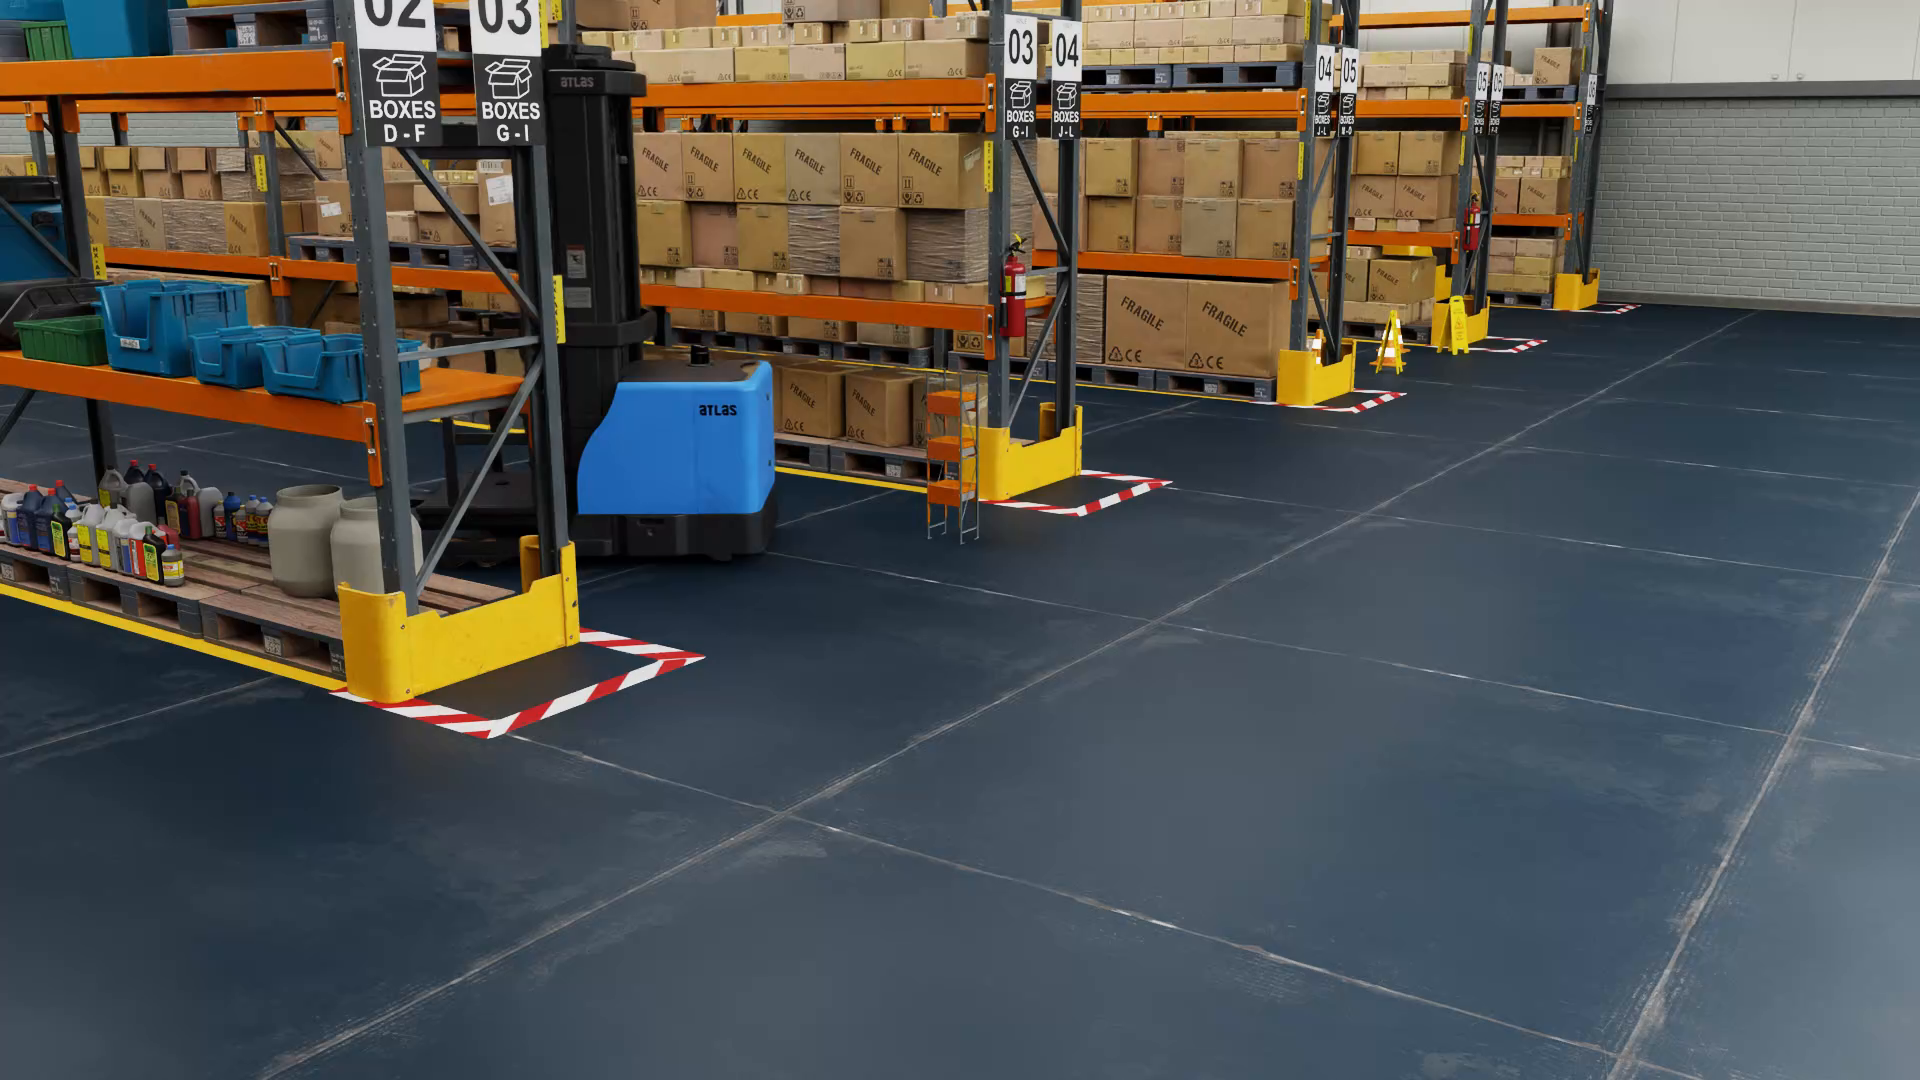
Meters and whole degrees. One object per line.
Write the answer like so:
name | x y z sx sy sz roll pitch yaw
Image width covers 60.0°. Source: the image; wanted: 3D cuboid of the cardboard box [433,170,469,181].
cardboard box | -6.519 -4.660 21.314 0.250 0.149 0.380 10 17 36

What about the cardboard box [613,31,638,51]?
cardboard box | -2.447 -3.835 12.812 0.250 0.149 0.380 8 16 30

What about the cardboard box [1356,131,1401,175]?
cardboard box | 5.085 -4.597 19.744 0.500 0.500 0.700 9 17 33

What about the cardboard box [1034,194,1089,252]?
cardboard box | 1.213 -3.221 16.781 0.550 0.550 0.875 9 17 33

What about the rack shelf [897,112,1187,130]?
rack shelf | 1.068 -5.736 22.507 4.000 0.370 1.077 9 17 33

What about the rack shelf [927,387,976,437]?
rack shelf | -0.044 -0.782 10.160 0.240 0.259 0.215 9 17 33

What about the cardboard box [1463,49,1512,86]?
cardboard box | 7.516 -6.740 23.775 0.500 0.500 0.700 9 17 33

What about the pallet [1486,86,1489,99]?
pallet | 7.225 -6.491 24.245 1.213 0.211 1.003 9 17 33

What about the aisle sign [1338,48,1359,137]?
aisle sign | 3.594 -4.136 15.380 0.004 0.787 0.394 9 17 33

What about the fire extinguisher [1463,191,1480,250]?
fire extinguisher | 5.884 -3.680 19.107 0.183 0.674 0.296 9 17 33

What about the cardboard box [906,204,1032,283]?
cardboard box | 0.075 -2.121 11.821 0.500 0.500 0.875 9 17 33

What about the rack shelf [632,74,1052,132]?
rack shelf | -1.144 -3.224 12.358 4.000 0.370 1.077 9 17 33

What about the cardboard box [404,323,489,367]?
cardboard box | -4.614 -1.689 15.192 0.500 0.500 0.700 11 18 37

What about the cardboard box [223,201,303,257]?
cardboard box | -6.670 -2.987 15.939 0.500 0.500 0.500 10 17 35

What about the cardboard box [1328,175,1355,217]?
cardboard box | 4.616 -4.171 20.104 0.500 0.500 0.500 9 17 33

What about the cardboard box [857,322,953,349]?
cardboard box | -0.517 -2.538 18.140 0.750 0.750 1.050 9 17 33

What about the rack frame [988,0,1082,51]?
rack frame | 0.516 -4.761 10.828 0.127 3.000 1.000 9 17 33

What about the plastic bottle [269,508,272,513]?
plastic bottle | -3.757 -0.095 9.204 0.133 0.283 0.061 10 17 34

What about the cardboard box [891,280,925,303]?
cardboard box | -0.279 -1.781 11.797 0.250 0.149 0.380 9 17 33

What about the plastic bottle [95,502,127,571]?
plastic bottle | -4.466 -0.027 8.787 0.185 0.351 0.144 10 17 35

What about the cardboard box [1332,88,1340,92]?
cardboard box | 4.547 -5.328 19.885 0.250 0.149 0.380 9 16 31

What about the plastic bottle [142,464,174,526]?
plastic bottle | -4.713 -0.271 9.771 0.185 0.351 0.144 8 16 30

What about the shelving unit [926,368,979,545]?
shelving unit | -0.044 -0.517 10.226 0.252 1.050 0.215 9 17 33

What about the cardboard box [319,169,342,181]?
cardboard box | -8.406 -4.845 22.827 0.500 0.500 0.500 9 16 31

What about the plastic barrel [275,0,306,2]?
plastic barrel | -2.723 -2.769 7.258 0.708 0.830 0.600 9 17 33

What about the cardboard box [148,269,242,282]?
cardboard box | -7.419 -2.312 16.967 0.875 0.875 1.225 9 17 33

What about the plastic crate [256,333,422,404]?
plastic crate | -2.831 -0.796 7.607 0.616 0.251 0.499 9 17 33

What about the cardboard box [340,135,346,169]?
cardboard box | -7.979 -5.260 22.423 0.500 0.500 0.500 10 17 34

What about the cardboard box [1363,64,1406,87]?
cardboard box | 5.062 -5.438 19.497 0.500 0.250 0.500 9 16 32

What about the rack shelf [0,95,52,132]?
rack shelf | -7.227 -2.773 10.536 4.000 0.370 1.077 9 17 33

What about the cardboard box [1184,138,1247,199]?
cardboard box | 2.574 -3.534 15.797 0.550 0.550 0.875 9 17 33

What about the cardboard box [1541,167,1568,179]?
cardboard box | 8.370 -5.169 23.403 0.250 0.149 0.380 9 17 34

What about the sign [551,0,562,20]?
sign | -3.110 -4.172 12.797 0.005 0.325 0.100 9 17 33

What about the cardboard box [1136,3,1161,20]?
cardboard box | 1.844 -4.946 15.599 0.250 0.149 0.380 9 16 32

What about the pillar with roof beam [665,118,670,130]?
pillar with roof beam | -8.600 -9.556 30.197 0.400 9.000 9.100 9 17 33

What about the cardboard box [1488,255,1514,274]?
cardboard box | 7.825 -3.999 24.043 0.500 0.250 0.500 9 17 32

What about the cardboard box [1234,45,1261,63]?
cardboard box | 2.694 -4.422 15.141 0.250 0.149 0.380 9 17 33

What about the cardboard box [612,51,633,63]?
cardboard box | -2.573 -3.657 12.923 0.500 0.250 0.500 8 16 31

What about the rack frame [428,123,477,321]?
rack frame | -6.590 -4.433 21.990 0.127 3.000 1.000 9 17 33

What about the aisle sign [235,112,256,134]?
aisle sign | -10.137 -6.182 23.643 0.004 0.787 0.394 9 17 33

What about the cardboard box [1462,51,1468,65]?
cardboard box | 5.865 -5.634 19.462 0.250 0.149 0.380 9 17 32

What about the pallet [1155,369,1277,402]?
pallet | 2.661 -1.562 16.194 1.213 0.211 1.003 9 17 33

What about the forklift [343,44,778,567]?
forklift | -2.669 -1.391 9.845 3.031 2.935 1.130 0 14 -1

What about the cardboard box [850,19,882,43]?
cardboard box | -0.549 -3.503 11.470 0.250 0.149 0.380 9 17 33

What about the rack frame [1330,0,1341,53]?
rack frame | 5.495 -8.263 24.977 0.127 3.000 1.000 9 17 33

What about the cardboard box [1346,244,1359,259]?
cardboard box | 4.687 -3.498 20.150 0.250 0.149 0.380 10 17 34

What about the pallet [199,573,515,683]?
pallet | -3.009 0.382 8.342 1.213 0.211 1.003 9 17 33

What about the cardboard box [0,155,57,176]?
cardboard box | -9.972 -3.902 17.976 0.500 0.500 0.500 10 17 34

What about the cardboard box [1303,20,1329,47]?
cardboard box | 3.111 -4.720 15.517 0.500 0.250 0.500 9 17 33

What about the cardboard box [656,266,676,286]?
cardboard box | -2.157 -2.079 13.000 0.250 0.149 0.380 9 17 33

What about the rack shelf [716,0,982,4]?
rack shelf | -1.611 -5.997 18.153 4.000 0.370 1.077 9 17 33

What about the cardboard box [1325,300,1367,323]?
cardboard box | 4.800 -2.820 20.319 0.500 0.250 0.500 9 17 33

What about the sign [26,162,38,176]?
sign | -9.750 -3.806 17.488 0.005 0.325 0.100 9 17 33
